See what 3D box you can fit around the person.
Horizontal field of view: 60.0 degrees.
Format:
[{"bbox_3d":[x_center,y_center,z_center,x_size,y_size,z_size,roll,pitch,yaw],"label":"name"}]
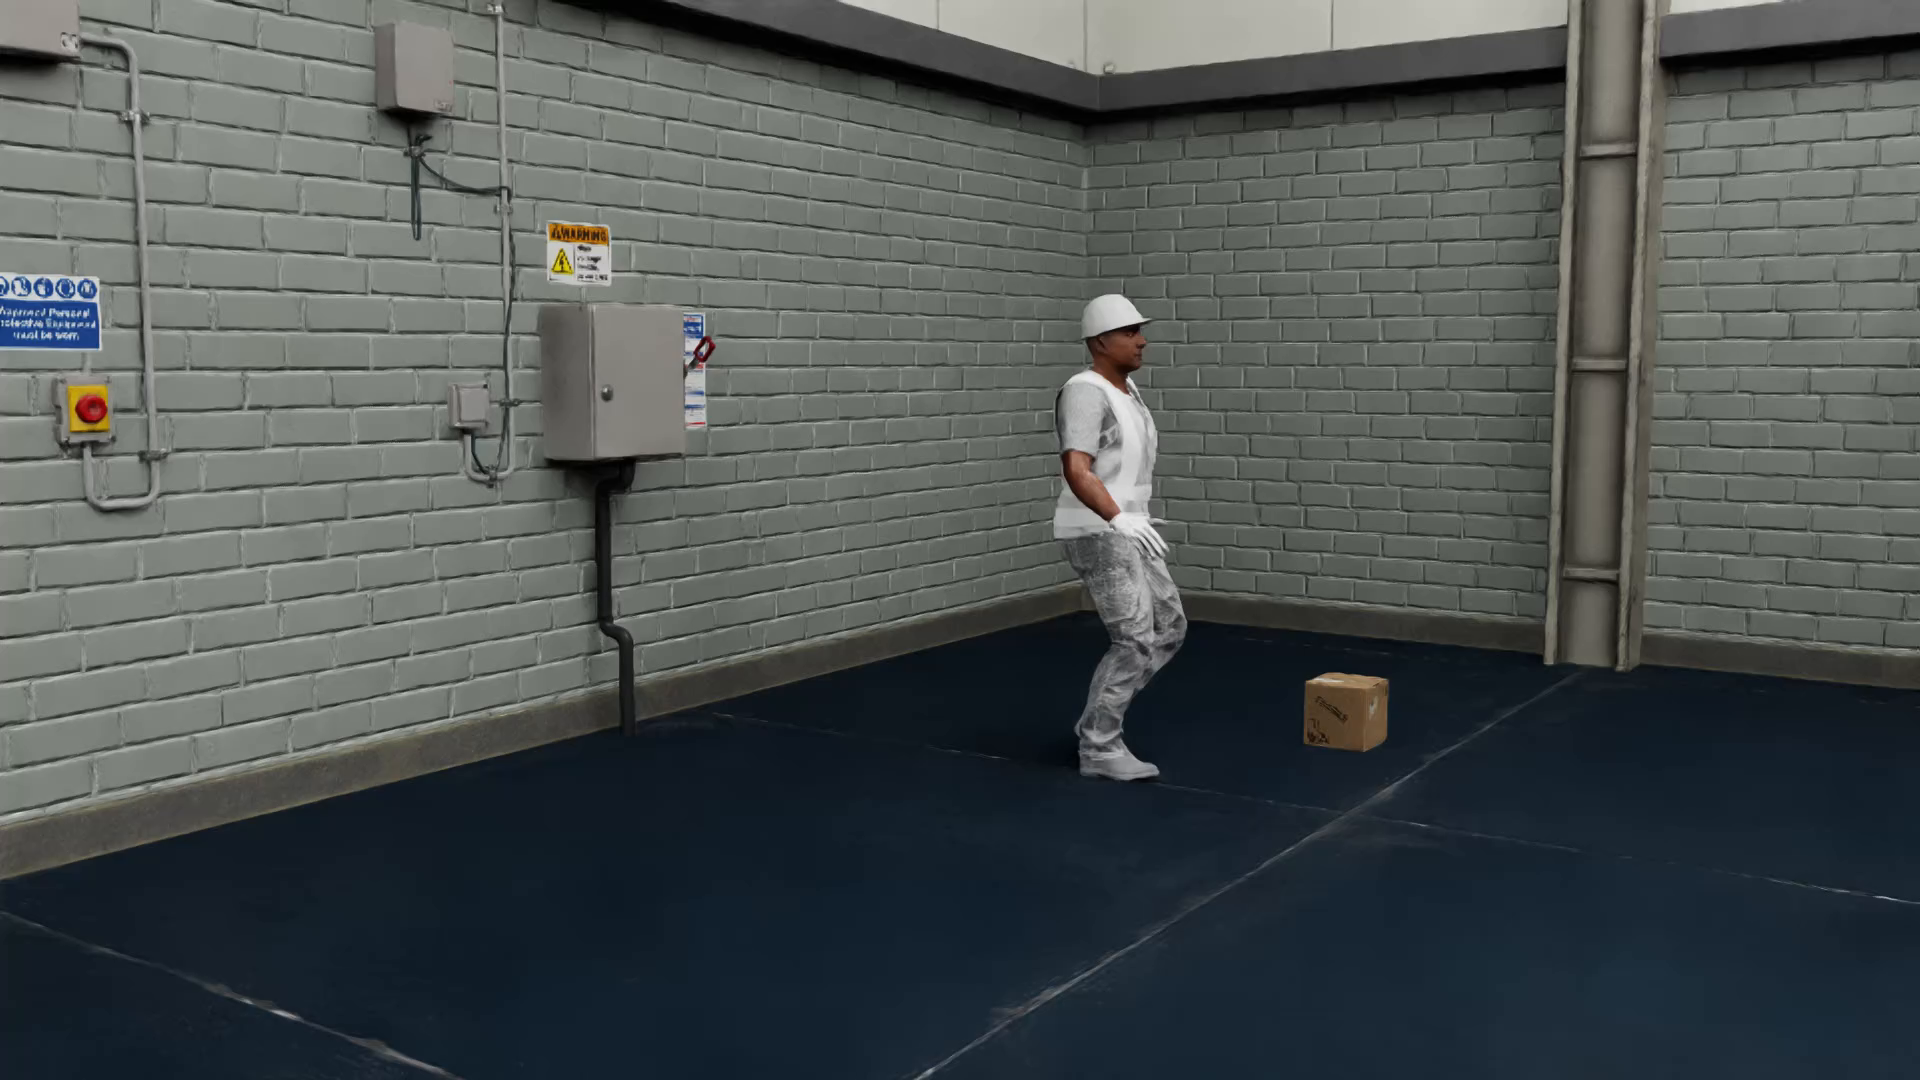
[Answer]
[{"bbox_3d":[0.606,-0.015,6.044,0.476,1.768,0.728,2,6,16],"label":"person"}]
